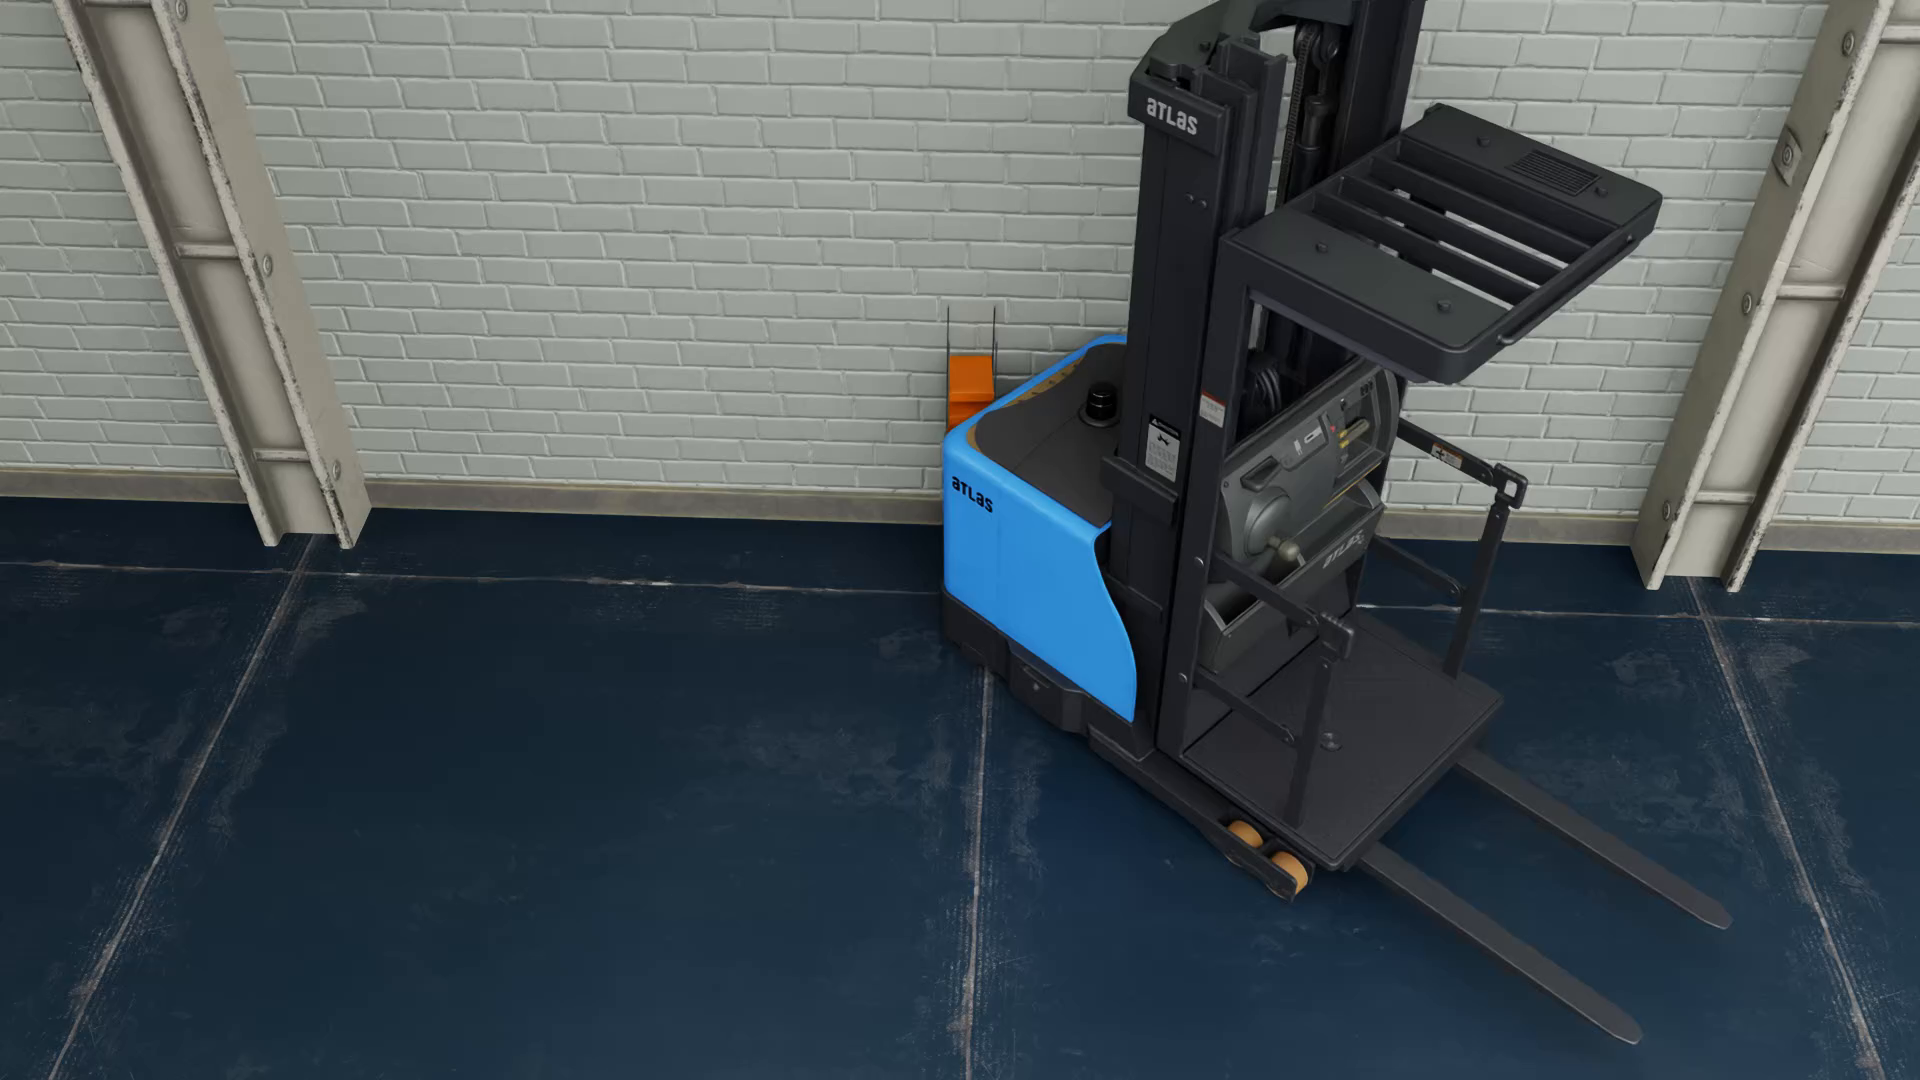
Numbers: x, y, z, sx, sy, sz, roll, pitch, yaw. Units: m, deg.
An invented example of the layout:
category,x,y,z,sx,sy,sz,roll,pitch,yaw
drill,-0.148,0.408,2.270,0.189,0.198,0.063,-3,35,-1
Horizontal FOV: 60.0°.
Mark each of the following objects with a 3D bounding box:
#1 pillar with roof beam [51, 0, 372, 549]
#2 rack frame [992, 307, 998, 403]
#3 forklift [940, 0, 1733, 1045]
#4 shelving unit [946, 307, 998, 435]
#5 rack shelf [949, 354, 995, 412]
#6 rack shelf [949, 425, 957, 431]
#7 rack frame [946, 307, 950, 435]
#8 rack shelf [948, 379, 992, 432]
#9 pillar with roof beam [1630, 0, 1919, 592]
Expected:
category,x,y,z,sx,sy,sz,roll,pitch,yaw
pillar with roof beam,-3.050,-0.435,1.200,0.400,9.000,9.100,2,43,2
rack frame,0.129,-0.401,6.884,0.006,1.200,0.240,0,43,-2
forklift,1.314,-0.195,5.395,1.130,2.935,3.031,-34,53,-31
shelving unit,0.038,-0.400,6.882,0.189,1.200,0.258,0,43,-2
rack shelf,0.043,-0.630,6.666,0.180,0.103,0.258,0,43,-2
rack shelf,0.039,-0.455,6.830,0.180,0.103,0.258,0,43,-2
rack frame,-0.054,-0.400,6.879,0.006,1.200,0.240,0,43,-2
rack shelf,0.041,-0.543,6.748,0.180,0.103,0.258,0,43,-2
pillar with roof beam,2.944,-0.250,1.002,0.400,9.000,9.100,2,43,2
